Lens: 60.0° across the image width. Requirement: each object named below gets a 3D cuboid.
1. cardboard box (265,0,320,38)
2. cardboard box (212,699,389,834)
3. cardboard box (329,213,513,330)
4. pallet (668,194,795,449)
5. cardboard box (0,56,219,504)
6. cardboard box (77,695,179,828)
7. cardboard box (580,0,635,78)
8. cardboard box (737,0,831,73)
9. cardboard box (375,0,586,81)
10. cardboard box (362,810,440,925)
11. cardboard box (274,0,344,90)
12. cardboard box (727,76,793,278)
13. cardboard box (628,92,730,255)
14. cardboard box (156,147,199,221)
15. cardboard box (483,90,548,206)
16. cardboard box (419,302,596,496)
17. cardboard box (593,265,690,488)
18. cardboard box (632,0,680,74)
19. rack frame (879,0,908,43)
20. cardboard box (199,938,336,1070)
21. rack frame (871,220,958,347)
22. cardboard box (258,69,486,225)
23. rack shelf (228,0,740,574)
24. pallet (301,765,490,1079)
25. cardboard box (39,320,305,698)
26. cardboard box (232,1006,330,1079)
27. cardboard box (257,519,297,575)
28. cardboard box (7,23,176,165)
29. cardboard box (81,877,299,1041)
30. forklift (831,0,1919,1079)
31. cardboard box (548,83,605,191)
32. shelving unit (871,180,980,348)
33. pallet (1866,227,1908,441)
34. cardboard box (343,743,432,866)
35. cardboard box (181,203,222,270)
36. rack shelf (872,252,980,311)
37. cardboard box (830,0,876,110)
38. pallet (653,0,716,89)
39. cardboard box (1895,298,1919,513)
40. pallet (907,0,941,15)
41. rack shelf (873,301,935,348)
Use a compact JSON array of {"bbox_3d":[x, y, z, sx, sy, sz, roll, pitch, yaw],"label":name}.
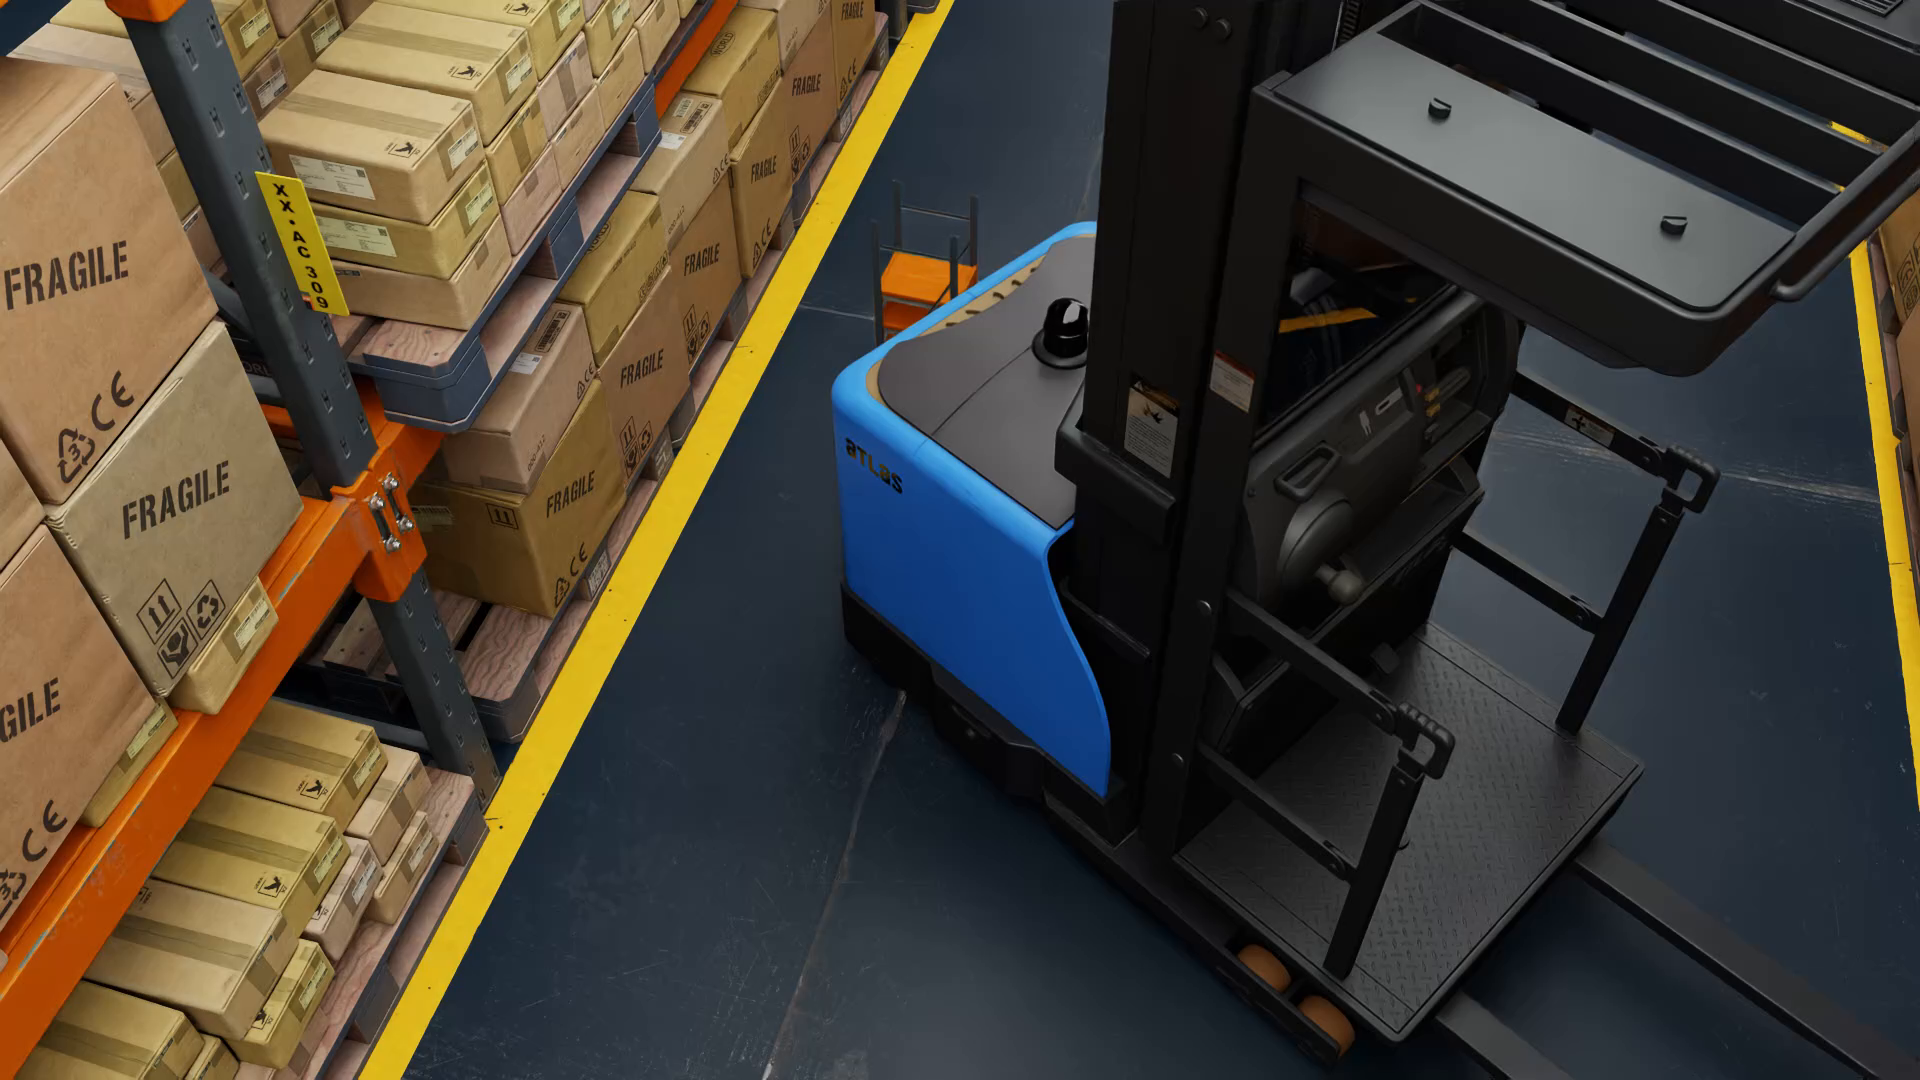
[{"bbox_3d":[-1.720,-1.336,3.919,0.380,0.149,0.250,10,49,9],"label":"cardboard box"},{"bbox_3d":[-1.619,0.542,3.995,0.380,0.149,0.250,13,50,11],"label":"cardboard box"},{"bbox_3d":[-1.230,-0.624,3.687,0.380,0.149,0.250,9,49,8],"label":"cardboard box"},{"bbox_3d":[-1.254,-0.900,5.903,1.003,0.211,1.213,12,50,10],"label":"pallet"},{"bbox_3d":[-1.640,-0.443,2.708,0.500,0.500,0.500,10,49,9],"label":"cardboard box"},{"bbox_3d":[-1.717,0.351,3.107,0.380,0.149,0.250,13,50,12],"label":"cardboard box"},{"bbox_3d":[-1.028,-1.285,4.073,0.380,0.149,0.250,10,49,8],"label":"cardboard box"},{"bbox_3d":[-0.774,-1.913,5.825,0.500,0.250,0.500,12,50,11],"label":"cardboard box"},{"bbox_3d":[-1.092,-1.208,3.807,0.380,0.149,0.250,12,50,10],"label":"cardboard box"},{"bbox_3d":[-1.551,0.781,4.181,0.380,0.149,0.250,12,50,11],"label":"cardboard box"},{"bbox_3d":[-1.726,-1.225,4.019,0.380,0.149,0.250,14,50,12],"label":"cardboard box"},{"bbox_3d":[-0.909,-1.291,5.776,0.500,0.500,0.500,10,49,8],"label":"cardboard box"},{"bbox_3d":[-1.051,-1.170,5.169,0.500,0.250,0.500,13,50,11],"label":"cardboard box"},{"bbox_3d":[-1.863,-0.855,3.693,0.380,0.149,0.250,13,50,11],"label":"cardboard box"},{"bbox_3d":[-1.163,-0.910,3.742,0.380,0.149,0.250,11,49,9],"label":"cardboard box"},{"bbox_3d":[-1.328,-0.416,4.504,0.500,0.250,0.500,10,49,8],"label":"cardboard box"},{"bbox_3d":[-1.189,-0.551,5.123,0.500,0.500,0.500,14,50,12],"label":"cardboard box"},{"bbox_3d":[-0.959,-1.371,4.347,0.380,0.149,0.250,10,49,8],"label":"cardboard box"},{"bbox_3d":[-0.724,-3.267,6.133,1.000,3.000,0.127,12,50,10],"label":"rack frame"},{"bbox_3d":[-1.666,1.018,3.774,0.380,0.149,0.250,10,49,9],"label":"cardboard box"},{"bbox_3d":[-0.121,-0.422,4.822,0.240,1.200,0.006,13,50,11],"label":"rack frame"},{"bbox_3d":[-1.230,-0.821,3.464,0.380,0.149,0.250,14,50,12],"label":"cardboard box"},{"bbox_3d":[-1.251,-1.582,5.126,1.077,0.370,4.000,12,50,10],"label":"rack shelf"},{"bbox_3d":[-1.920,1.042,4.190,1.003,0.211,1.213,12,50,10],"label":"pallet"},{"bbox_3d":[-1.632,-0.100,3.072,0.500,0.500,0.500,12,50,10],"label":"cardboard box"},{"bbox_3d":[-1.708,1.157,3.850,0.380,0.149,0.250,10,49,9],"label":"cardboard box"},{"bbox_3d":[-1.626,-0.038,3.450,0.380,0.149,0.250,11,50,10],"label":"cardboard box"},{"bbox_3d":[-1.860,-0.955,3.583,0.380,0.149,0.250,14,50,12],"label":"cardboard box"},{"bbox_3d":[-1.707,0.917,3.665,0.380,0.149,0.250,11,50,10],"label":"cardboard box"},{"bbox_3d":[1.047,-0.129,3.409,1.130,2.935,3.031,-36,58,-28],"label":"forklift"},{"bbox_3d":[-1.093,-1.006,4.024,0.380,0.149,0.250,12,50,10],"label":"cardboard box"},{"bbox_3d":[-0.094,-0.487,4.880,0.258,1.200,0.189,13,50,11],"label":"shelving unit"},{"bbox_3d":[3.754,-0.737,5.760,1.003,0.211,1.213,12,50,10],"label":"pallet"},{"bbox_3d":[-1.553,0.623,4.123,0.380,0.149,0.250,12,50,11],"label":"cardboard box"},{"bbox_3d":[-1.863,-0.756,3.804,0.380,0.149,0.250,11,49,9],"label":"cardboard box"},{"bbox_3d":[-0.094,-0.696,4.643,0.258,0.103,0.180,13,50,11],"label":"rack shelf"},{"bbox_3d":[-0.645,-2.051,6.447,0.500,0.500,0.500,11,50,10],"label":"cardboard box"},{"bbox_3d":[-1.206,-1.764,4.934,1.003,0.211,1.213,12,50,10],"label":"pallet"},{"bbox_3d":[3.591,-0.513,4.839,1.225,0.875,0.875,12,50,10],"label":"cardboard box"},{"bbox_3d":[-0.444,-2.900,7.668,1.003,0.211,1.213,12,50,10],"label":"pallet"},{"bbox_3d":[-0.094,-0.617,4.733,0.258,0.103,0.180,13,50,11],"label":"rack shelf"}]
